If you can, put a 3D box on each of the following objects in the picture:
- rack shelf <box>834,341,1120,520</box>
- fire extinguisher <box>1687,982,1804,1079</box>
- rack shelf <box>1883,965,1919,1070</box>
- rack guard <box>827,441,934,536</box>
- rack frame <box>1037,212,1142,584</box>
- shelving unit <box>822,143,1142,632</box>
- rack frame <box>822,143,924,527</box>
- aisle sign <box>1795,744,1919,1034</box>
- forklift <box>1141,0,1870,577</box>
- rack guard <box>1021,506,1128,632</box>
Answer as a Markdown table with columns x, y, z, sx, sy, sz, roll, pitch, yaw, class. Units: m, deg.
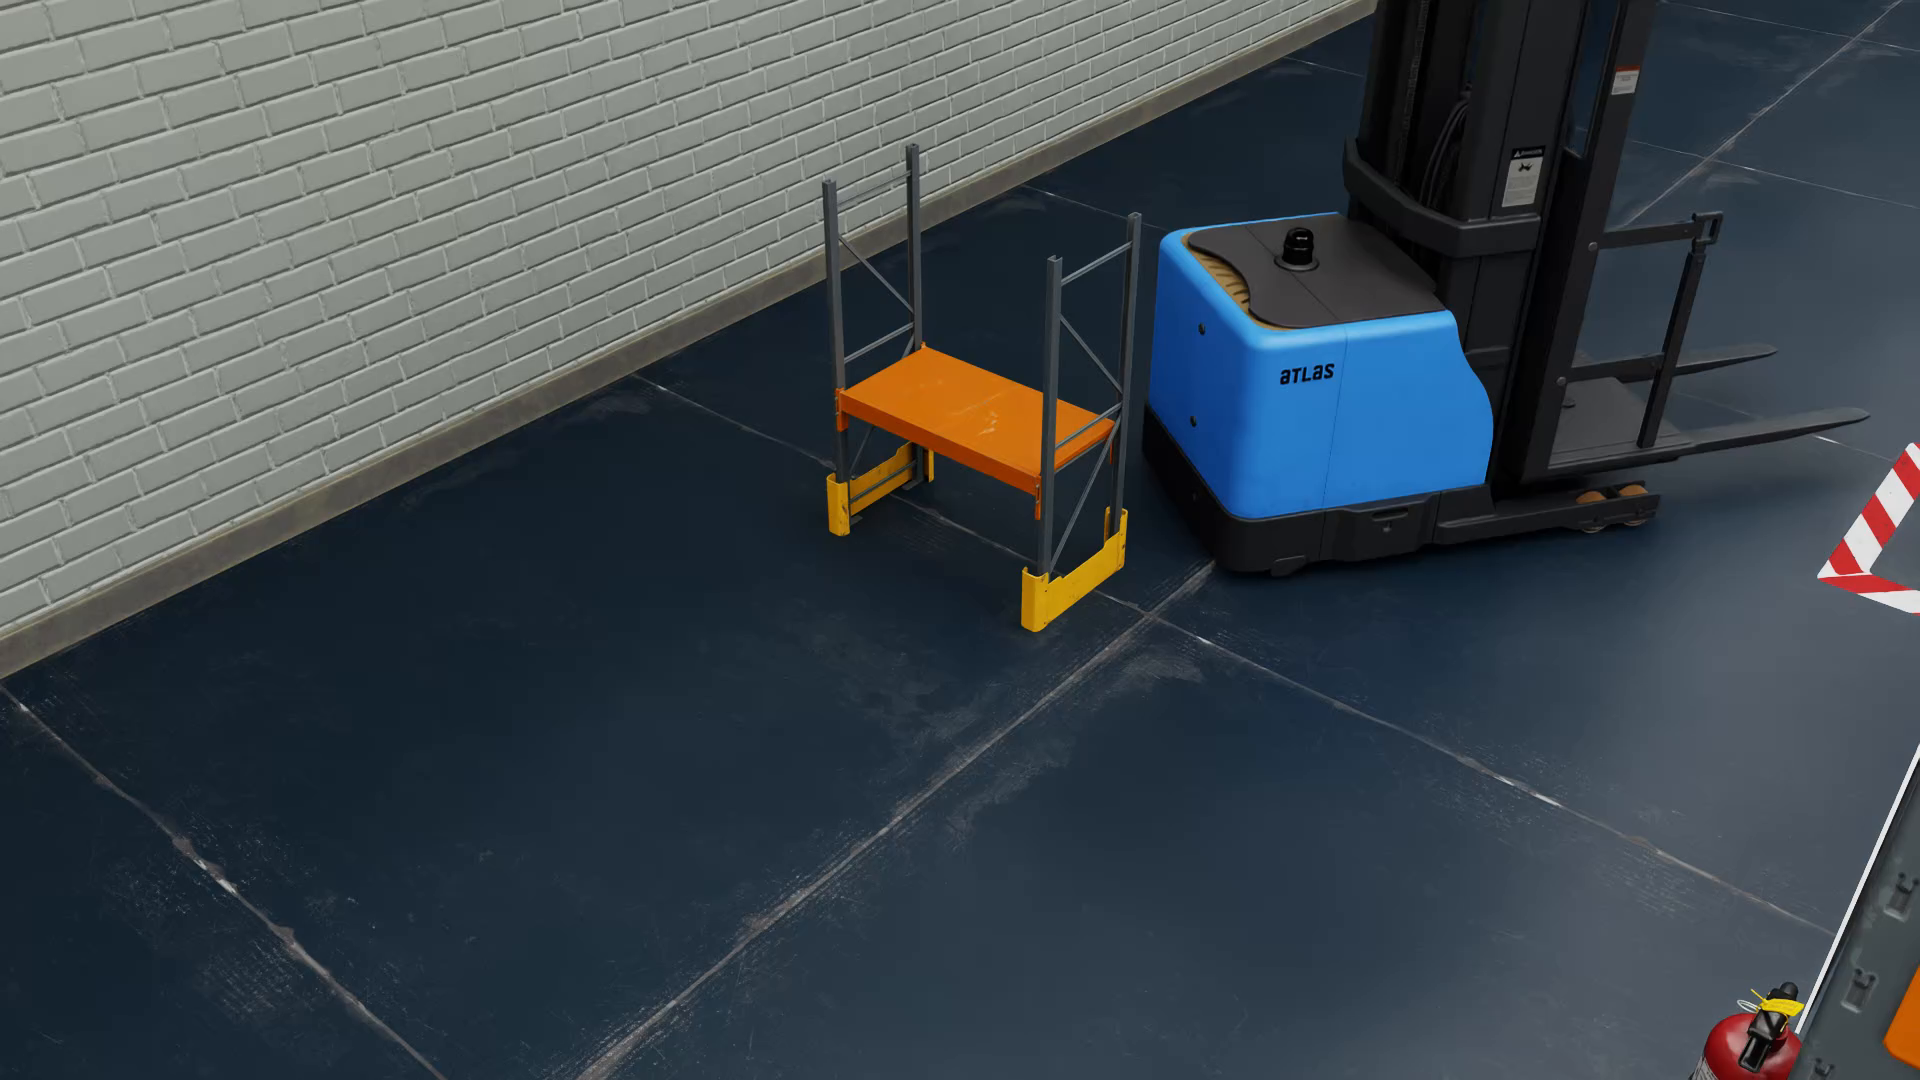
| x | y | z | sx | sy | sz | roll | pitch | yaw | class |
| --- | --- | --- | --- | --- | --- | --- | --- | --- | --- |
| 0.066 | -0.439 | 6.382 | 1.000 | 0.185 | 0.538 | 25 | 42 | 32 | rack shelf |
| 1.425 | 1.009 | 3.029 | 0.183 | 0.674 | 0.296 | 25 | 42 | 32 | fire extinguisher |
| 2.787 | 0.860 | 0.833 | 4.000 | 0.370 | 1.077 | 25 | 42 | 32 | rack shelf |
| -0.324 | -0.256 | 6.902 | 0.087 | 0.250 | 0.587 | 25 | 42 | 32 | rack guard |
| 0.456 | -0.403 | 6.012 | 0.032 | 1.500 | 0.500 | 25 | 42 | 32 | rack frame |
| 0.059 | -0.591 | 6.285 | 1.083 | 1.500 | 0.587 | 25 | 42 | 32 | shelving unit |
| -0.325 | -0.771 | 6.549 | 0.032 | 1.500 | 0.500 | 25 | 42 | 32 | rack frame |
| 1.004 | 0.107 | 1.648 | 0.004 | 0.787 | 0.394 | 25 | 42 | 32 | aisle sign |
| 2.360 | -1.518 | 6.371 | 3.031 | 2.935 | 1.130 | -9 | 35 | -12 | forklift |
| 0.441 | 0.105 | 6.376 | 0.087 | 0.250 | 0.587 | 25 | 42 | 32 | rack guard |
